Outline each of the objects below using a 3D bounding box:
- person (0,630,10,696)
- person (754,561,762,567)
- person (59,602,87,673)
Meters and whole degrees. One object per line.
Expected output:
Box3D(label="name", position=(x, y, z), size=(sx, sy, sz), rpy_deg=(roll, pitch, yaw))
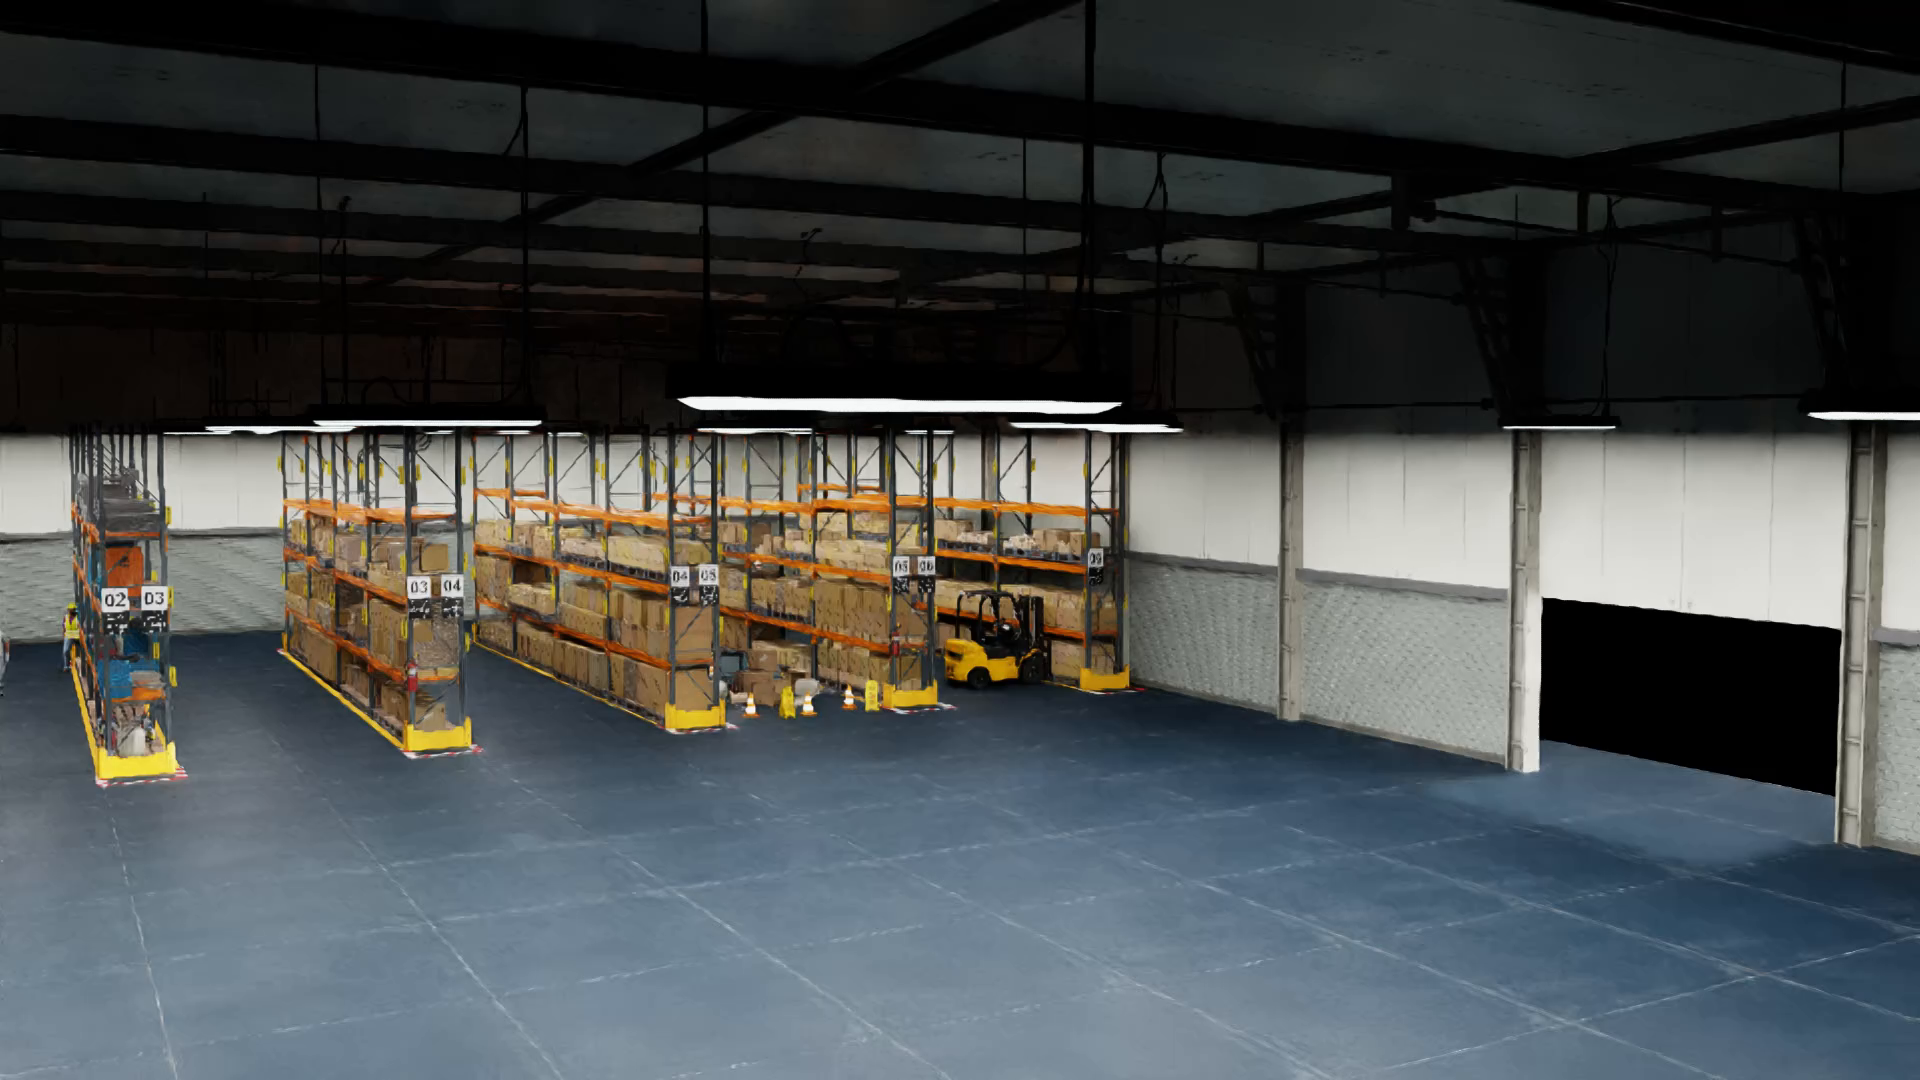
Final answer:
Box3D(label="person", position=(-21.317, 2.597, 36.639), size=(0.677, 1.742, 0.552), rpy_deg=(-2, 4, -30))
Box3D(label="person", position=(-6.398, 1.505, 53.740), size=(0.703, 1.775, 0.457), rpy_deg=(2, 4, 24))
Box3D(label="person", position=(-21.600, 2.367, 40.591), size=(0.618, 1.717, 0.962), rpy_deg=(0, 4, -7))
